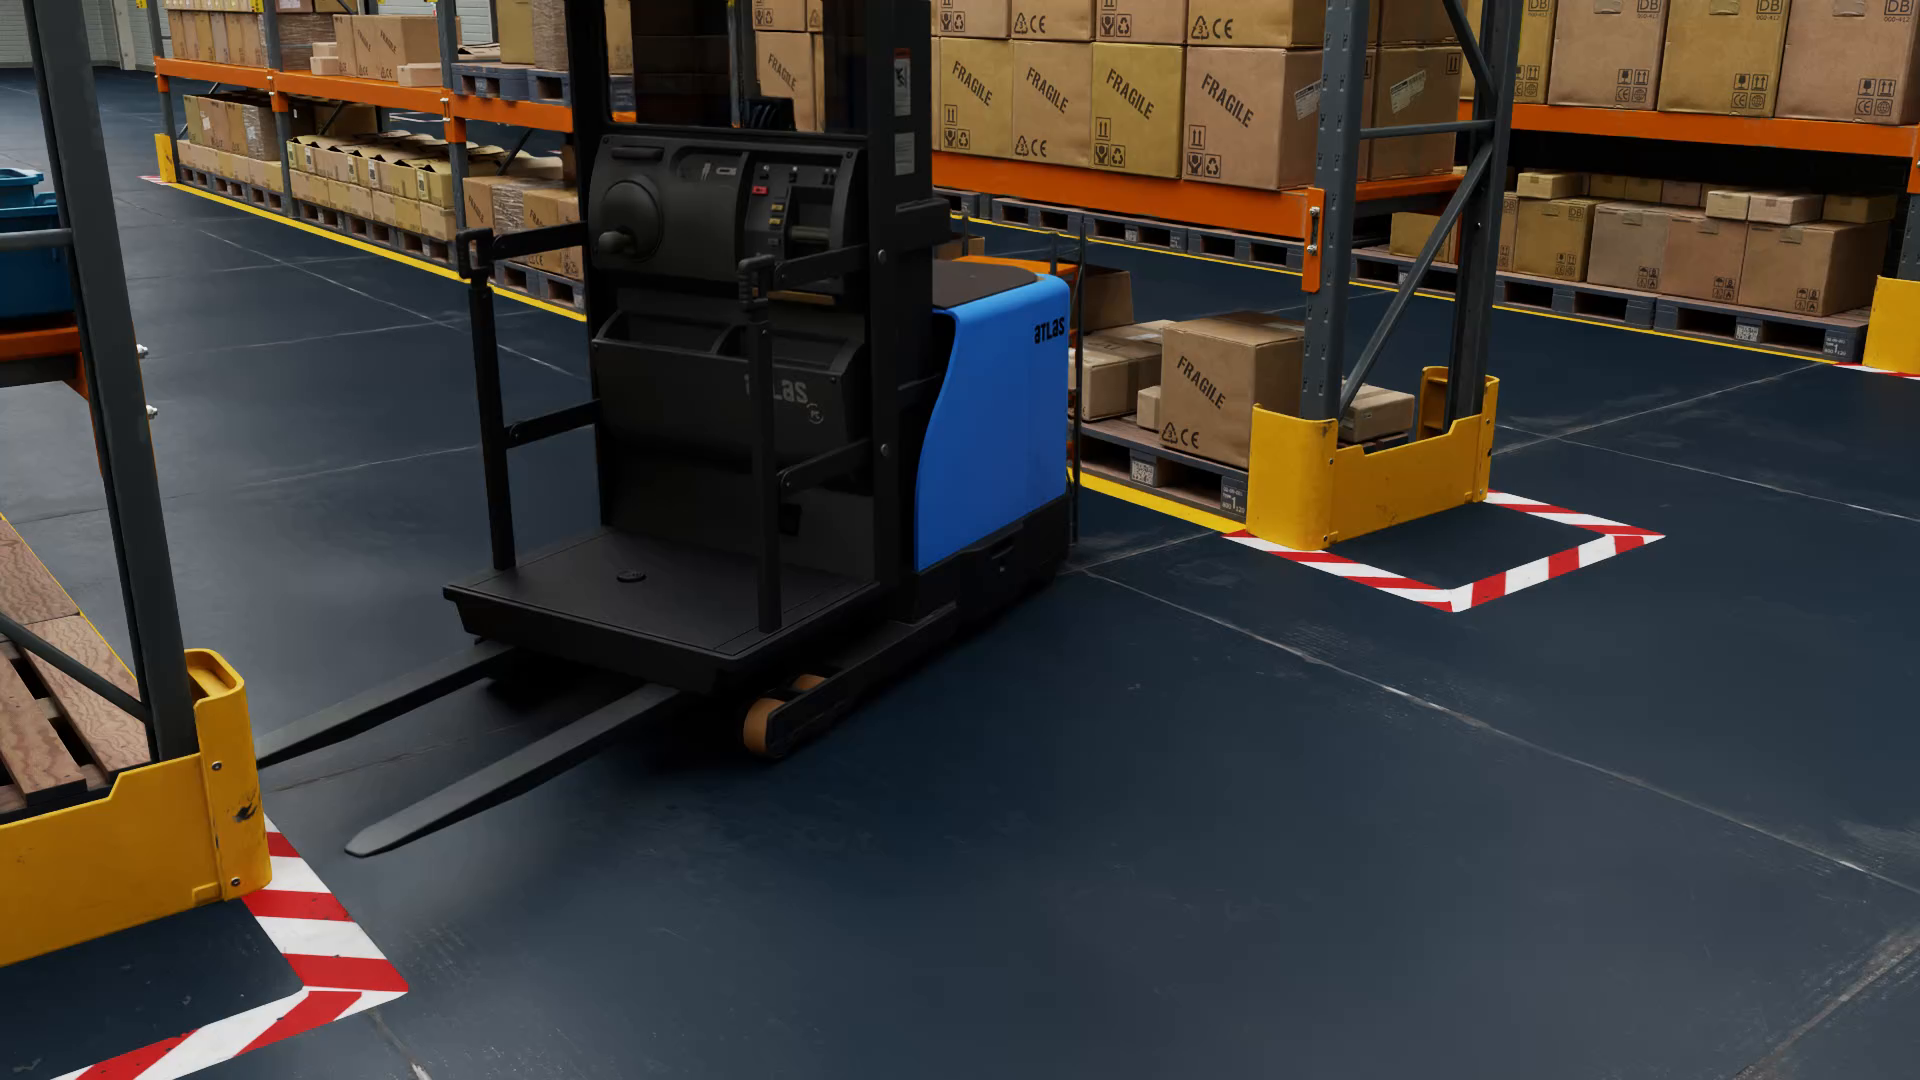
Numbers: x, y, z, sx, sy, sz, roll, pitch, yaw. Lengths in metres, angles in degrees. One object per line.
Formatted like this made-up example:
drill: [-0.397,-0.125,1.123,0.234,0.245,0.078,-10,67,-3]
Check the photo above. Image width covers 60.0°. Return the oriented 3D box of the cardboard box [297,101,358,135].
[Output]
cardboard box: [-6.115,-4.014,16.227,0.500,0.500,0.500,-14,23,-36]

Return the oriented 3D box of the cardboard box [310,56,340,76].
cardboard box: [-5.366,-4.090,14.342,0.380,0.149,0.250,-14,23,-36]

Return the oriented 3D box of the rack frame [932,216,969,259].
rack frame: [-0.036,-0.602,6.272,0.015,1.200,0.240,11,21,29]

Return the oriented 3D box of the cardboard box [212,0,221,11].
cardboard box: [-7.047,-5.226,16.182,0.380,0.149,0.250,-13,22,-34]

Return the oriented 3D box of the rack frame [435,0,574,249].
rack frame: [-3.272,-3.482,12.105,1.000,3.000,0.127,-14,23,-36]

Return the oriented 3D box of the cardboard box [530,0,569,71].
cardboard box: [-2.375,-3.333,10.828,0.700,0.500,0.500,-9,20,-26]

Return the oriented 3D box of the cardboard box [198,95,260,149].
cardboard box: [-7.448,-4.284,17.041,0.500,0.500,0.500,-14,23,-36]

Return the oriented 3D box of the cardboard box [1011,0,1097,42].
cardboard box: [0.563,-2.340,6.907,0.500,0.500,0.500,-13,22,-35]

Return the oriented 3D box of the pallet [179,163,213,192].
pallet: [-7.732,-3.949,17.953,1.003,0.211,1.213,-14,23,-36]

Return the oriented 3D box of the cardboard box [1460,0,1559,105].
cardboard box: [3.865,-3.288,11.044,0.980,0.700,0.700,-15,23,-37]

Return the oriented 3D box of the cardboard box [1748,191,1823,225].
cardboard box: [4.840,-1.948,9.750,0.380,0.149,0.250,-14,23,-37]

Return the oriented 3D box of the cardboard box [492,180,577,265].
cardboard box: [-2.884,-2.208,11.536,0.500,0.500,0.500,-15,24,-38]

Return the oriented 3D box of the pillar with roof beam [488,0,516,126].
pillar with roof beam: [-10.346,-9.903,21.955,9.100,9.000,0.400,-14,23,-36]

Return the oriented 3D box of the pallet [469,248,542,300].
pallet: [-2.838,-1.967,11.966,1.003,0.211,1.213,-14,23,-36]

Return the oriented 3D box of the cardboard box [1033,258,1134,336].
cardboard box: [0.382,-1.058,8.057,0.797,0.503,0.637,-14,23,-36]

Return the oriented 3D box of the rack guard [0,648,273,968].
rack guard: [-2.165,0.645,3.618,1.175,0.500,0.348,-14,23,-36]

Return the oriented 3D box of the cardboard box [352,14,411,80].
cardboard box: [-4.654,-4.069,13.720,0.500,0.500,0.500,-14,23,-36]

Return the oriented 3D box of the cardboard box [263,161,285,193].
cardboard box: [-6.215,-3.433,15.665,0.500,0.250,0.500,-14,23,-36]

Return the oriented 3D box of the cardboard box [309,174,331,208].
cardboard box: [-5.383,-3.087,14.621,0.500,0.250,0.500,-13,23,-35]

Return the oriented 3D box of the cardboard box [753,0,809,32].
cardboard box: [-0.717,-2.847,8.439,0.500,0.500,0.500,-13,22,-35]

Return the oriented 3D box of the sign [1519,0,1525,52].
sign: [2.120,-2.027,6.336,0.100,0.325,0.005,-14,23,-36]

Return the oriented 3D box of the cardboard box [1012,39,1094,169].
cardboard box: [0.573,-1.866,7.068,0.500,0.500,0.500,-14,23,-36]

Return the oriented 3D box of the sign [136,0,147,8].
sign: [-8.678,-5.795,17.588,0.100,0.325,0.005,-14,23,-36]

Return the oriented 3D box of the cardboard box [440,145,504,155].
cardboard box: [-4.015,-3.082,13.713,0.500,0.311,0.500,-15,23,-38]

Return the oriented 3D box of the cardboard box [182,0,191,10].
cardboard box: [-7.690,-5.481,16.952,0.380,0.149,0.250,-14,23,-37]

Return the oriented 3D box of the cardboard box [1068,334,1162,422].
cardboard box: [0.598,-0.740,7.499,0.500,0.250,0.500,-14,23,-36]

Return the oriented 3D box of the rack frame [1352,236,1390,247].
rack frame: [3.092,-3.464,12.051,1.000,3.000,0.127,-14,23,-36]

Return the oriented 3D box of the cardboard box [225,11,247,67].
cardboard box: [-6.677,-4.876,16.157,0.700,0.500,0.500,-14,23,-35]

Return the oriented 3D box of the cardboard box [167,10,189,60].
cardboard box: [-7.959,-5.383,17.688,0.700,0.500,0.500,-14,23,-36]

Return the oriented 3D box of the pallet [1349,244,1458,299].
pallet: [3.503,-1.937,11.878,1.003,0.211,1.213,-14,23,-36]

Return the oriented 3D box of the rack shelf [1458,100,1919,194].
rack shelf: [4.334,-2.630,10.676,1.077,0.370,4.000,-14,23,-36]

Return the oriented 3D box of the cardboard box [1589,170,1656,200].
cardboard box: [4.352,-2.335,10.918,0.380,0.149,0.250,-14,23,-37]

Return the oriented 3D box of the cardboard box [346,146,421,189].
cardboard box: [-4.739,-3.099,13.762,0.500,0.311,0.500,-13,22,-35]

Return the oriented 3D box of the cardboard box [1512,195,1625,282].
cardboard box: [4.102,-2.021,11.002,0.700,0.500,0.500,-13,23,-35]

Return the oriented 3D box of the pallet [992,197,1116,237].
pallet: [1.039,-2.917,14.835,1.003,0.211,1.213,-14,23,-36]

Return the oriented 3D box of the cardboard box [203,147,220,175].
cardboard box: [-7.457,-3.926,17.152,0.500,0.250,0.500,-14,23,-36]

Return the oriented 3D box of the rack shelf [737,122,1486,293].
rack shelf: [0.453,-1.662,7.754,1.077,0.370,4.000,-14,23,-36]

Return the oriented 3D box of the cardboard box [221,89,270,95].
cardboard box: [-7.673,-4.629,18.083,0.500,0.500,0.500,-14,23,-36]

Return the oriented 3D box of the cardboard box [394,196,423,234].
cardboard box: [-4.113,-2.584,13.101,0.500,0.250,0.500,-14,23,-37]

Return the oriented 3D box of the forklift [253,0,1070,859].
forklift: [-0.799,-0.958,4.593,1.130,2.935,3.031,11,21,29]

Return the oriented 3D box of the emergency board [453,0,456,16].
emergency board: [-8.476,-8.512,27.297,0.194,1.169,0.643,-14,23,-36]

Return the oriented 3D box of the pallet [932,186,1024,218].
pallet: [0.125,-3.319,16.049,1.003,0.211,1.213,-14,23,-36]

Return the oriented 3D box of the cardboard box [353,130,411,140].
cardboard box: [-5.280,-3.584,15.228,0.500,0.311,0.500,-14,23,-36]

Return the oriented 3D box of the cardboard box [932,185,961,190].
cardboard box: [0.121,-3.639,15.857,0.700,0.500,0.500,-14,23,-35]

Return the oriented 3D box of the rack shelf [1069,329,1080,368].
rack shelf: [0.173,-0.711,6.103,0.480,0.148,0.258,11,21,29]

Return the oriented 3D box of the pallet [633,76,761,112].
pallet: [-1.199,-2.623,9.818,1.003,0.211,1.213,-14,23,-36]

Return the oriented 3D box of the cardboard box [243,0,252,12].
cardboard box: [-6.409,-4.973,15.419,0.380,0.149,0.250,-15,23,-38]

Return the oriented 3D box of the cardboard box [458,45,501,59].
cardboard box: [-3.464,-3.538,12.416,0.500,0.311,0.500,-12,22,-33]

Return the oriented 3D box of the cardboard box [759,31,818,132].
cardboard box: [-0.686,-2.365,8.573,0.500,0.500,0.500,-13,22,-35]

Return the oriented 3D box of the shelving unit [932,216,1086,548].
shelving unit: [0.173,-0.563,6.152,0.503,1.200,0.258,11,21,29]

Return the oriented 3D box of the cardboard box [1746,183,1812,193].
cardboard box: [4.982,-2.085,10.163,0.380,0.149,0.250,-14,23,-36]
